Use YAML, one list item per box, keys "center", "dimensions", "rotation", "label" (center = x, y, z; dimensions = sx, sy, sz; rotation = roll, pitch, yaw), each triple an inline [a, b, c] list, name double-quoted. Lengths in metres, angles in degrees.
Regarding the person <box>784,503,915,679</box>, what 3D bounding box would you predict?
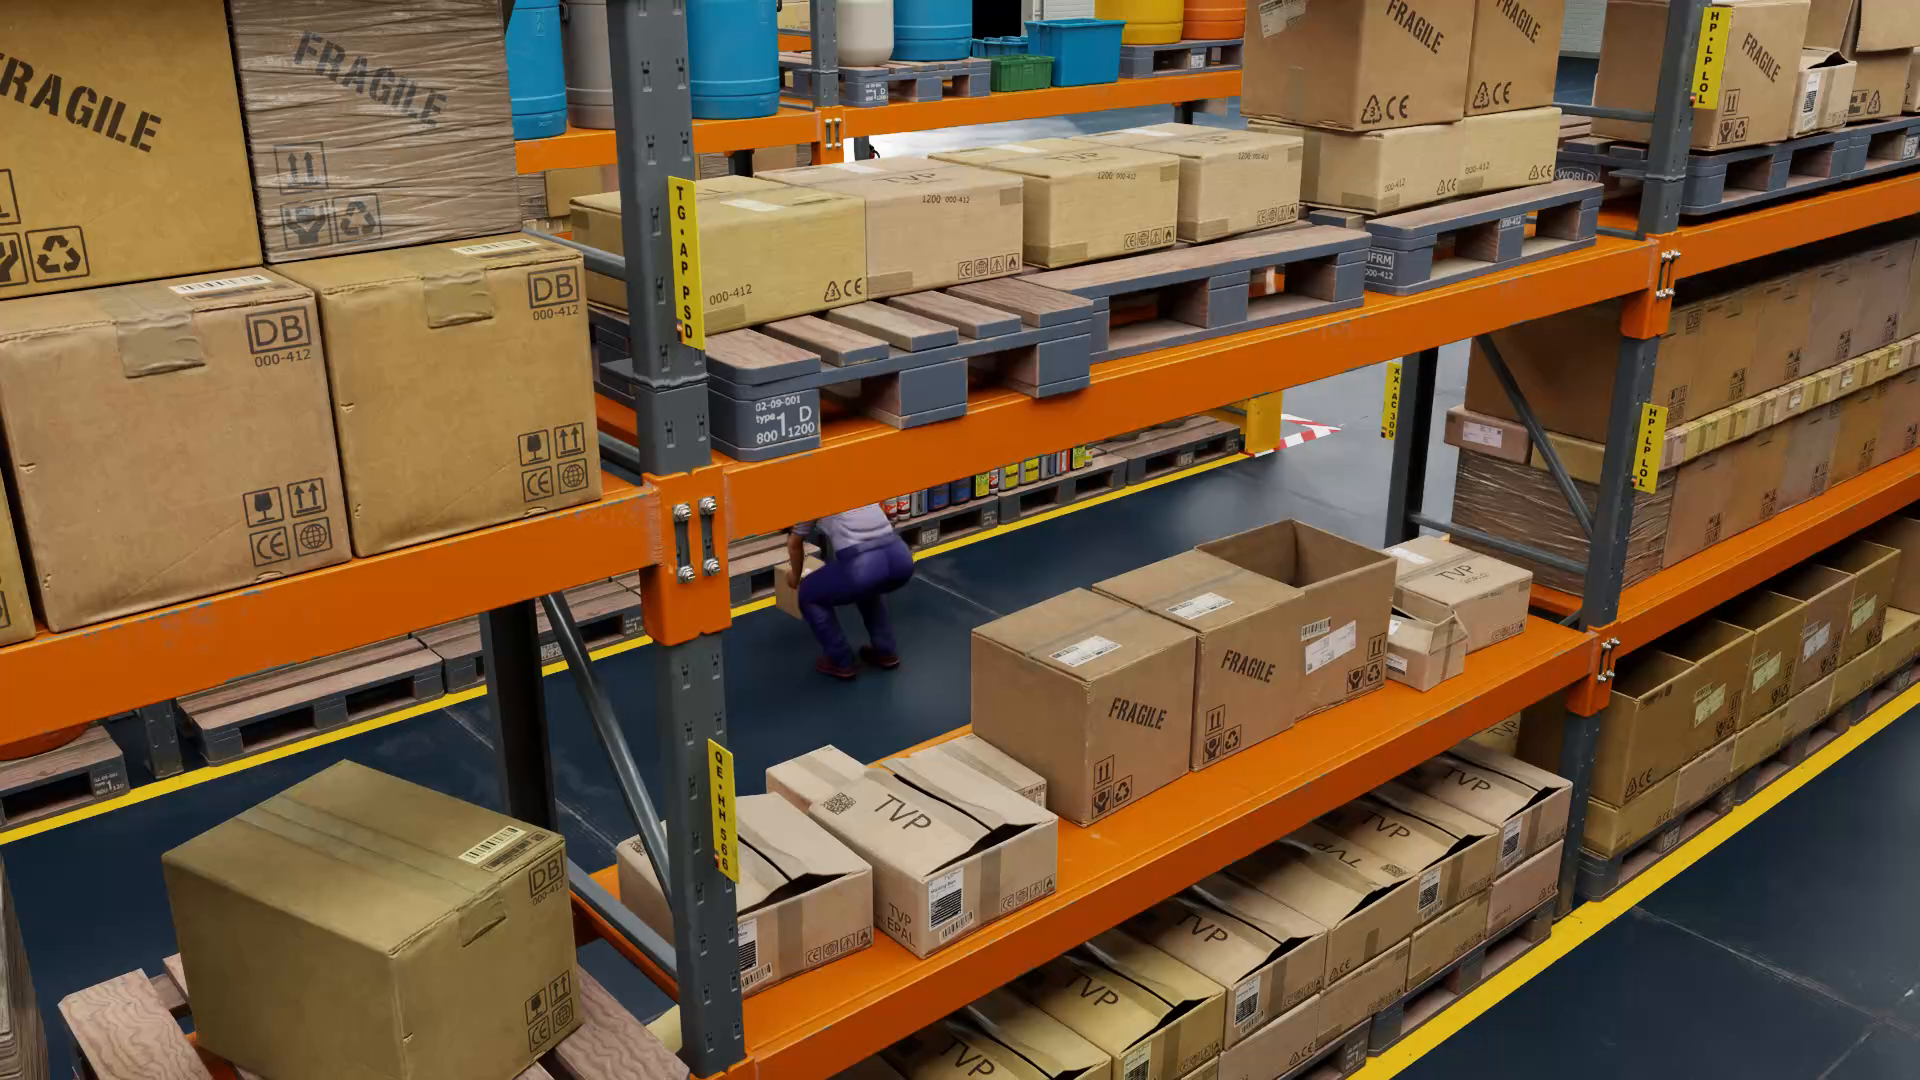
- center: [-0.609, 0.121, 8.882]
  dimensions: [0.540, 1.230, 0.727]
  rotation: [-17, 27, -37]
  label: "person"
